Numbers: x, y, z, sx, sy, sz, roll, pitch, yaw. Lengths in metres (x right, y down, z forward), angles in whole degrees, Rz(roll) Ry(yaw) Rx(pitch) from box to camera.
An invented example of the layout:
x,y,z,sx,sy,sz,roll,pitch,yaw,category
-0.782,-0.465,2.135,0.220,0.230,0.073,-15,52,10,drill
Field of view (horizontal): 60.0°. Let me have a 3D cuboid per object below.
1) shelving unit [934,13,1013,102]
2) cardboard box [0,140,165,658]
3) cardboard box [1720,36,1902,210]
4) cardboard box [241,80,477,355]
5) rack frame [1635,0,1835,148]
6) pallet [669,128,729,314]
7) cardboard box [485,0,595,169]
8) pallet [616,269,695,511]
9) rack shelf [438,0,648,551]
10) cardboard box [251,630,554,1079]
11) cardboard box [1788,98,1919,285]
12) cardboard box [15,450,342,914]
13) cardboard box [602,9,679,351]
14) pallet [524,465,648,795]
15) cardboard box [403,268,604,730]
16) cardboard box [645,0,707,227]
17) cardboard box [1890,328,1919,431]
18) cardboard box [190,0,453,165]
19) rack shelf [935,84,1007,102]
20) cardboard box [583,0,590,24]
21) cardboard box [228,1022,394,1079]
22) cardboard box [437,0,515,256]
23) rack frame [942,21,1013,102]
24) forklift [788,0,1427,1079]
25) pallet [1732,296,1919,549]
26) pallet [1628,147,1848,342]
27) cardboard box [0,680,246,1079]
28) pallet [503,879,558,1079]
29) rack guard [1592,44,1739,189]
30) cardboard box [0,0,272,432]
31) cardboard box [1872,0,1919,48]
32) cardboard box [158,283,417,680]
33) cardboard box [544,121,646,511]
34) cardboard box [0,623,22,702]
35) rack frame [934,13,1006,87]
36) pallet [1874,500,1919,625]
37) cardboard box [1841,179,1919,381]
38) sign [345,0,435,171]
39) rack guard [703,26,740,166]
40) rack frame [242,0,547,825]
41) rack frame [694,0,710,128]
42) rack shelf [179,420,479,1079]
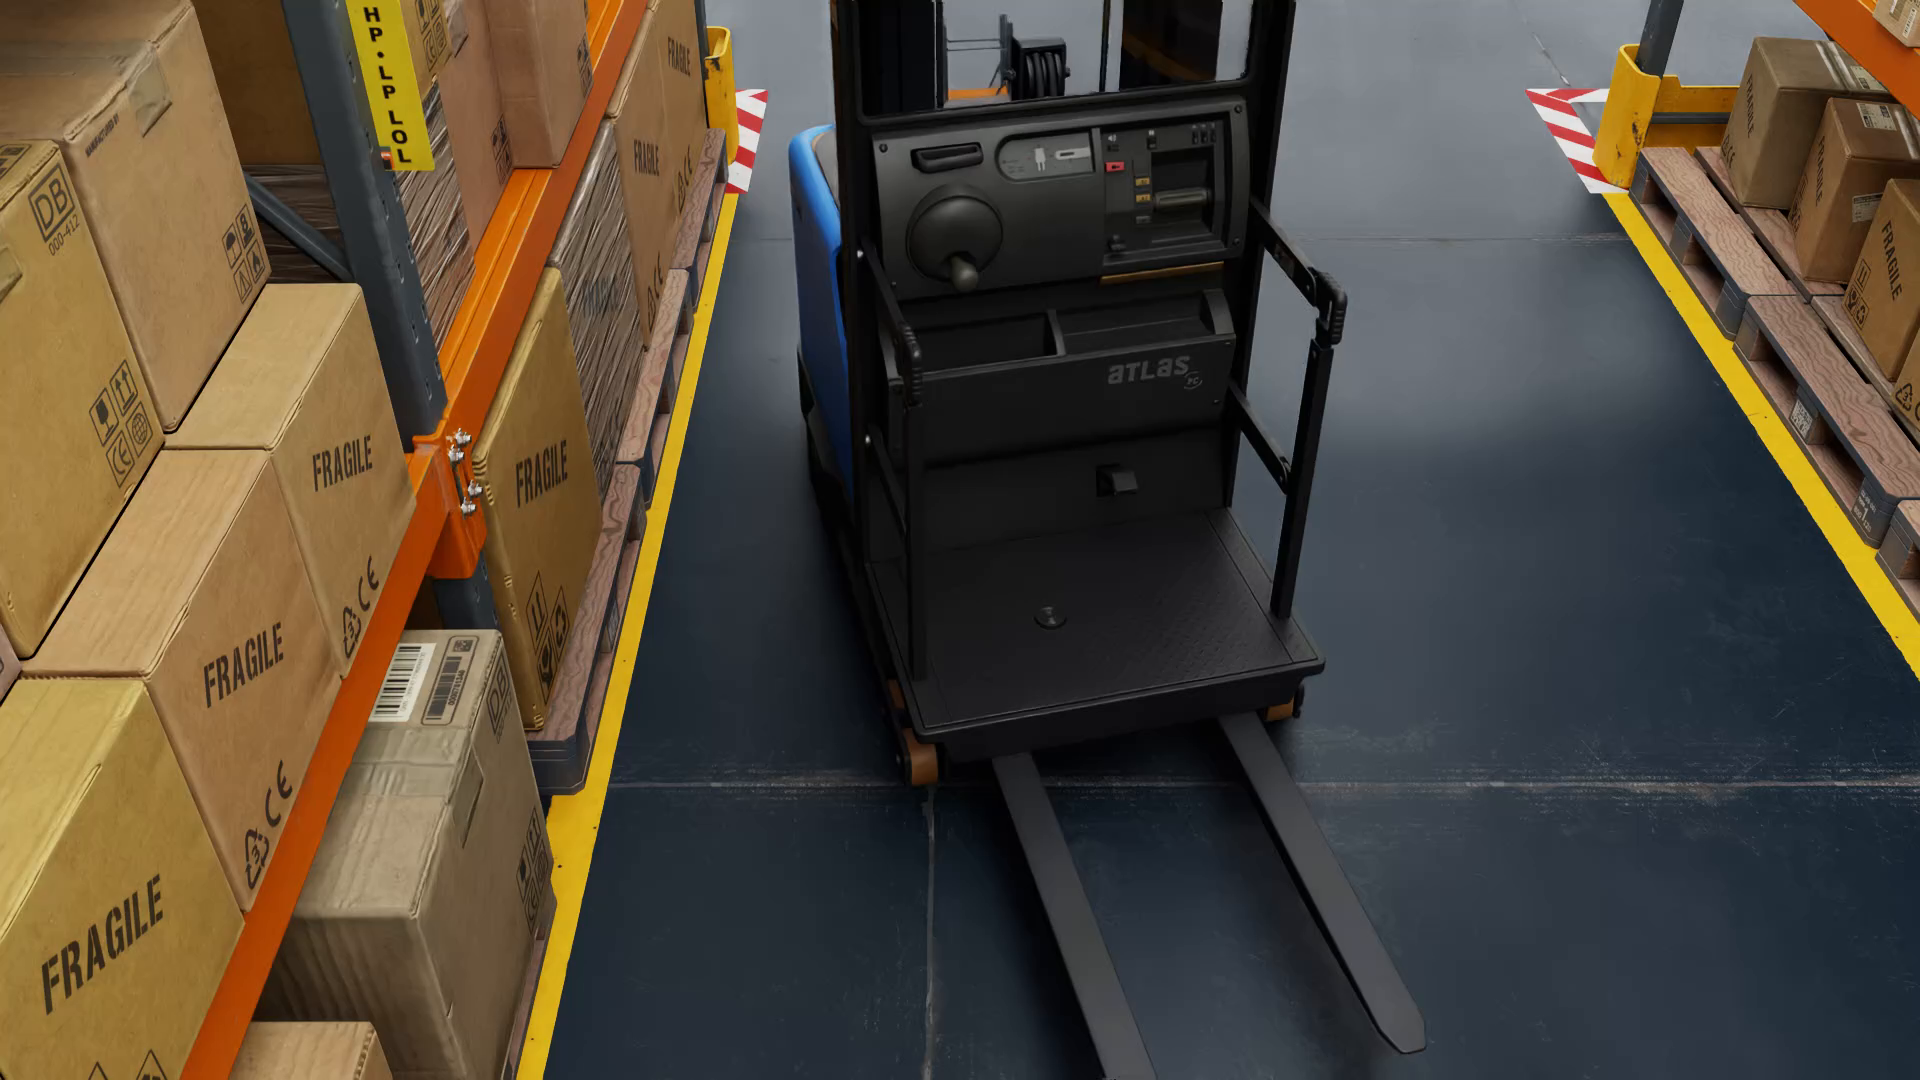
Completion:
x,y,z,sx,sy,sz,roll,pitch,yaw,category
0.058,-1.183,5.757,0.258,1.200,0.189,-4,25,-5,shelving unit
-1.566,-0.189,2.208,0.700,0.500,0.500,-1,39,-1,cardboard box
3.364,-1.632,6.551,0.500,0.500,0.500,7,39,8,cardboard box
-1.588,-0.681,3.582,0.875,0.550,0.550,0,39,0,cardboard box
3.380,-2.834,6.388,1.000,3.000,0.127,0,39,0,rack frame
-1.501,-1.305,6.710,1.003,0.211,1.213,0,39,0,pallet
-1.494,-1.363,4.432,0.875,0.550,0.550,0,39,0,cardboard box
-1.502,-0.544,5.761,1.003,0.211,1.213,0,39,0,pallet
-1.578,-1.362,5.126,1.077,0.370,4.000,0,39,0,rack shelf
-1.485,0.710,3.429,1.050,0.750,0.750,0,39,0,cardboard box
3.399,-1.258,6.084,0.500,0.500,0.500,10,40,12,cardboard box
-1.307,0.211,2.508,0.500,0.500,0.500,0,39,-1,cardboard box
-1.510,-1.254,5.780,0.875,0.875,0.875,-1,39,-1,cardboard box
-1.498,0.220,4.806,1.003,0.211,1.213,0,39,0,pallet
-1.506,-0.120,4.365,0.875,0.875,0.875,1,39,1,cardboard box
-1.513,-1.804,6.466,0.875,0.875,0.875,0,39,0,cardboard box
3.337,-0.518,5.160,0.500,0.500,0.500,-3,39,-4,cardboard box
-1.541,-1.103,3.244,0.875,0.550,0.550,0,39,0,cardboard box
0.049,-1.468,5.622,0.258,0.103,0.180,-4,25,-5,rack shelf
-1.595,-1.695,4.846,0.875,0.550,0.500,0,39,0,cardboard box
-1.487,1.313,2.676,1.050,0.750,0.750,0,39,0,cardboard box
-1.611,-1.025,4.011,0.875,0.550,0.550,0,39,0,cardboard box
0.068,-1.144,5.675,0.240,1.200,0.006,-4,25,-5,rack frame
0.308,-0.755,3.849,1.130,2.935,3.031,-9,40,-11,forklift
3.344,-0.429,5.617,1.003,0.211,1.213,0,39,0,pallet
3.346,-1.190,6.566,1.003,0.211,1.213,0,39,0,pallet
-1.306,0.527,2.114,0.500,0.500,0.500,0,39,0,cardboard box
-1.499,1.178,3.611,1.003,0.211,1.213,0,39,0,pallet
3.380,-1.811,7.110,1.175,0.500,0.348,0,39,0,rack guard
-1.569,-0.511,2.609,0.700,0.500,0.500,-1,39,-1,cardboard box
3.047,-1.619,5.073,0.380,0.149,0.250,0,39,0,cardboard box
-1.307,-0.105,2.903,0.500,0.500,0.500,0,39,0,cardboard box
-1.511,-0.684,5.068,0.875,0.875,0.875,0,39,0,cardboard box
-1.566,0.127,1.814,0.700,0.500,0.500,0,39,0,cardboard box
0.047,-1.222,5.839,0.240,1.200,0.006,-4,25,-5,rack frame
3.349,0.336,4.662,1.003,0.211,1.213,0,39,0,pallet
3.381,-0.867,5.596,0.500,0.500,0.500,3,39,4,cardboard box
-1.033,-0.820,3.012,0.100,0.325,0.005,0,39,0,sign
-1.580,-1.933,7.263,1.175,0.500,0.348,0,39,0,rack guard
-1.575,-0.392,3.341,1.000,3.000,0.127,0,39,0,rack frame
-1.580,-2.894,6.462,1.000,3.000,0.127,0,39,0,rack frame
-1.573,1.139,2.005,1.077,0.370,4.000,0,39,0,rack shelf
